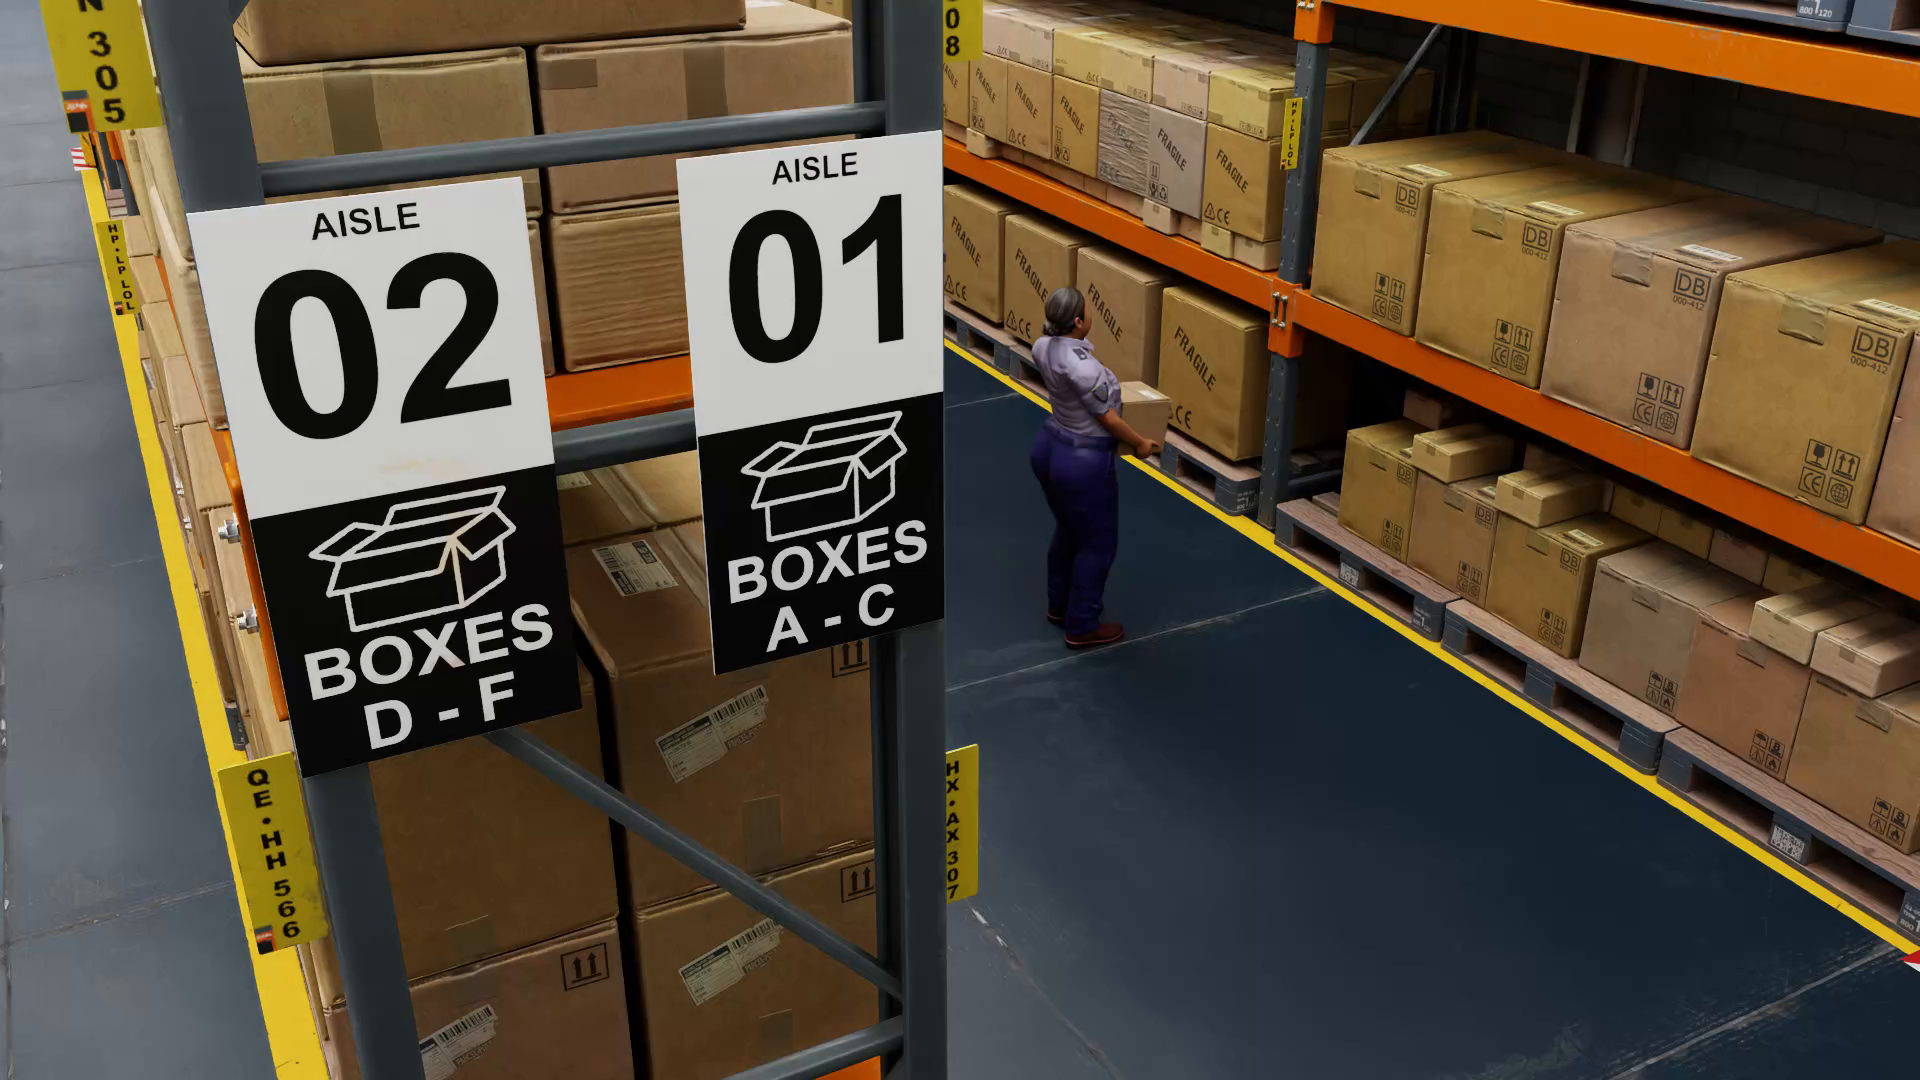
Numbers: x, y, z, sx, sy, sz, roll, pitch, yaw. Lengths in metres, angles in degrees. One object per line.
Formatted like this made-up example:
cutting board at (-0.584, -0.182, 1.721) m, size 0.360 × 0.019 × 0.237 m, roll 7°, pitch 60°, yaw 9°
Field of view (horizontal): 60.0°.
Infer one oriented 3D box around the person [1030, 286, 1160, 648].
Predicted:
person at (0.582, -0.347, 7.362) m, size 0.522 × 1.634 × 0.452 m, roll -13°, pitch 29°, yaw -25°
